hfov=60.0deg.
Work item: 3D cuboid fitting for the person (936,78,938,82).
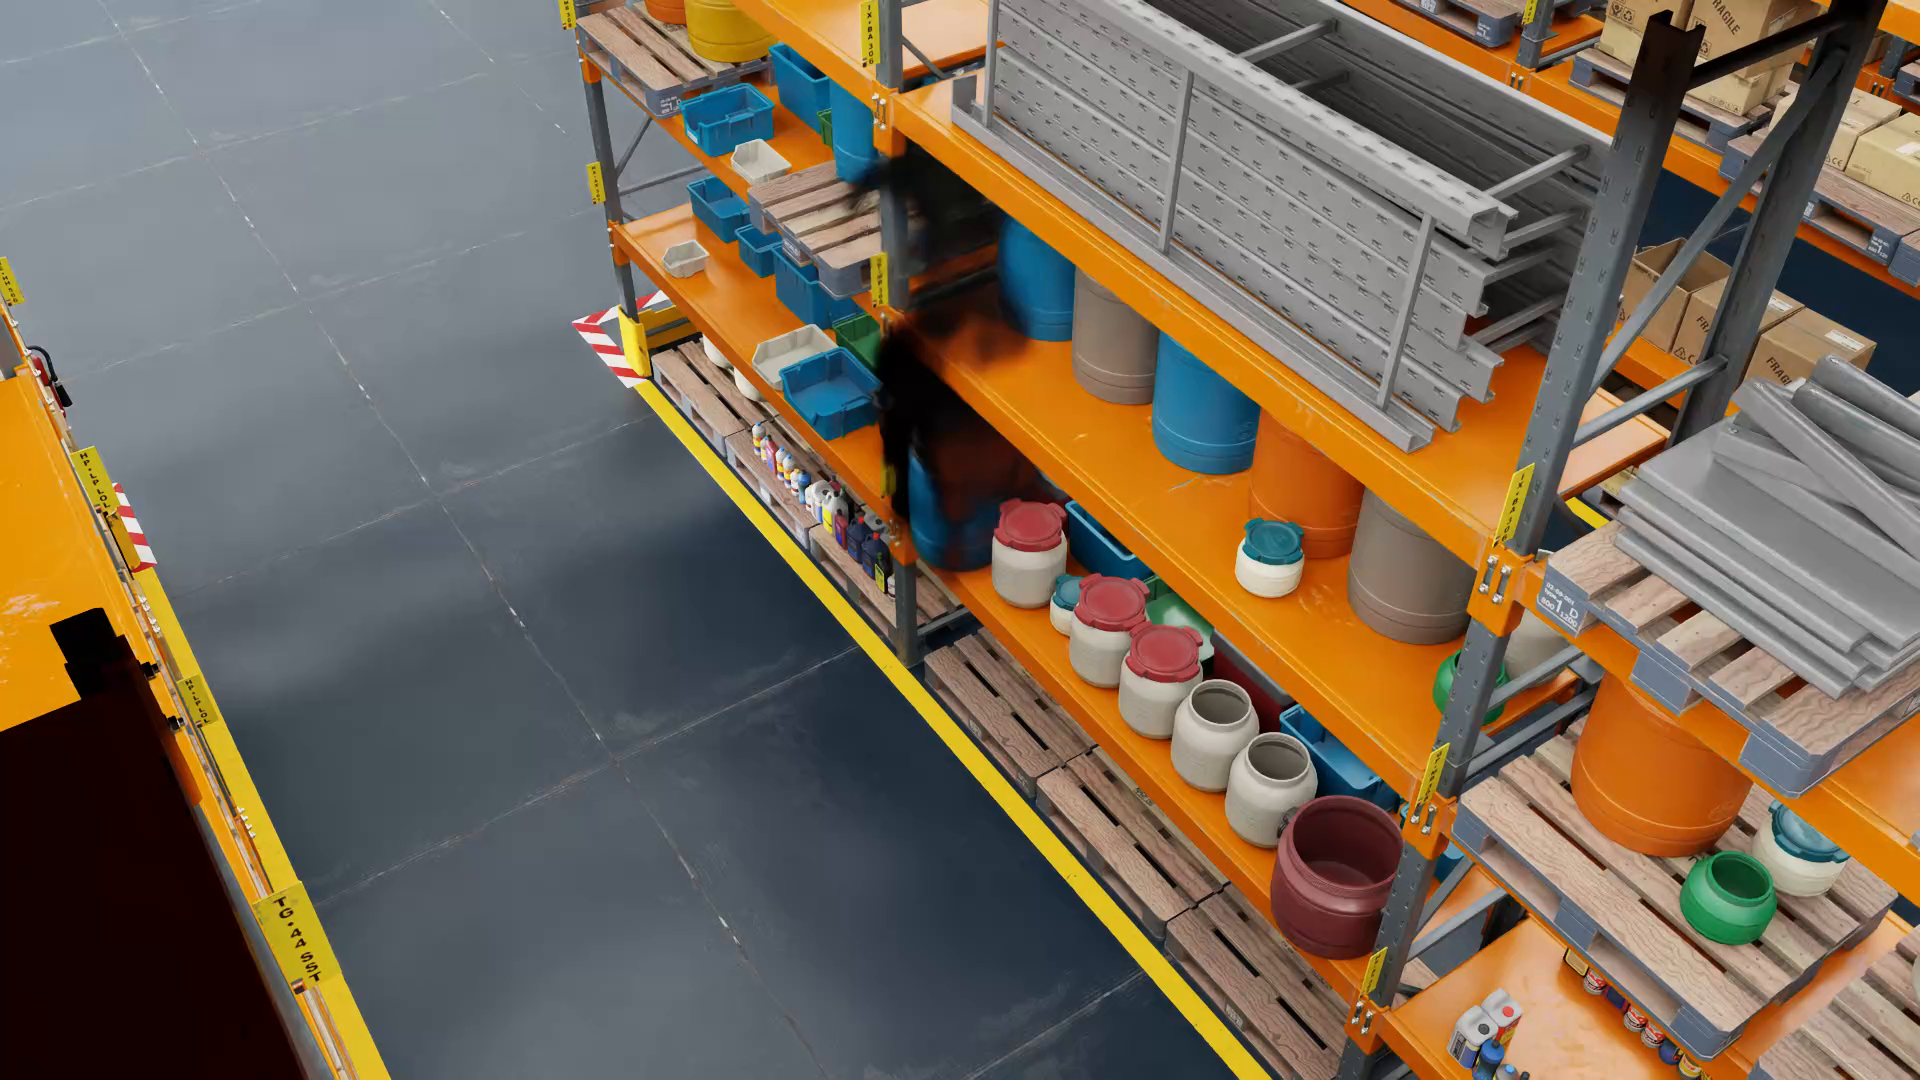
[{"bbox_3d":[-0.305,-4.977,15.993,0.637,1.461,0.521,-1,43,-1],"label":"person"}]
